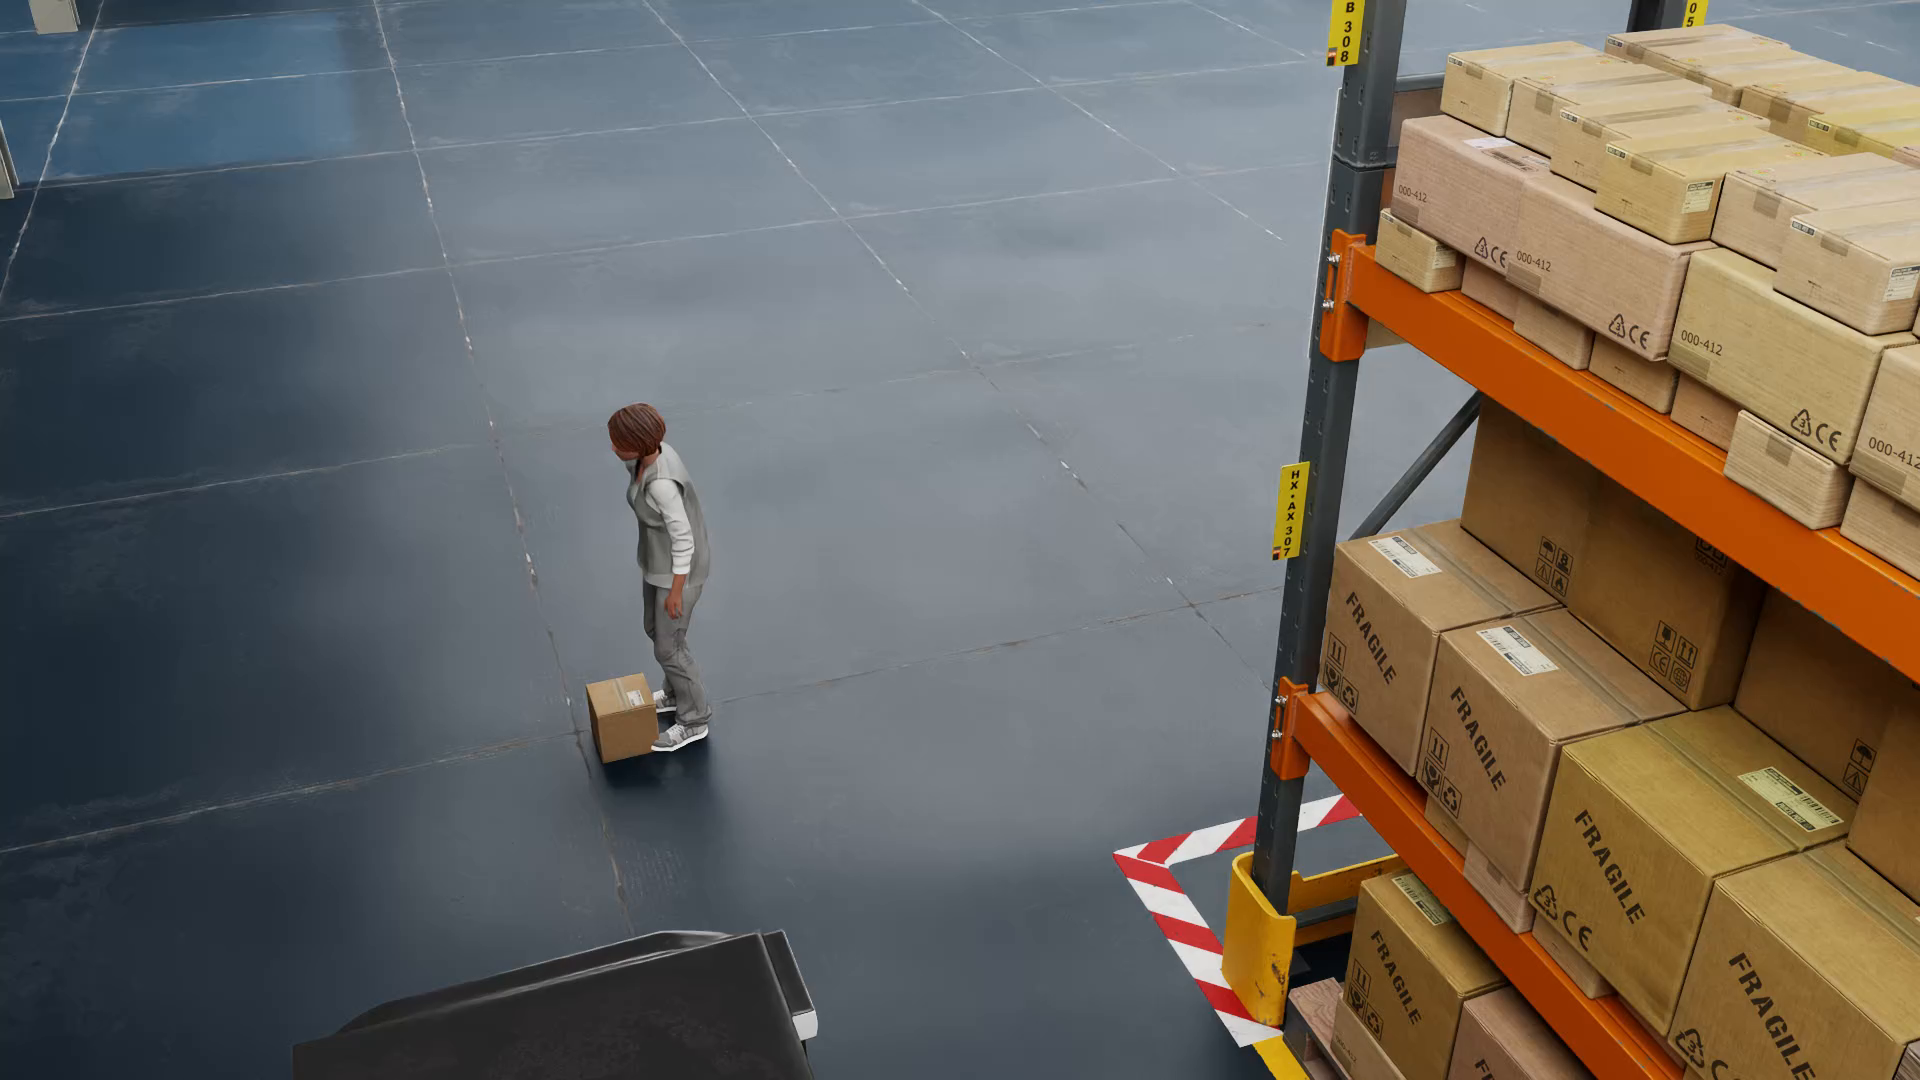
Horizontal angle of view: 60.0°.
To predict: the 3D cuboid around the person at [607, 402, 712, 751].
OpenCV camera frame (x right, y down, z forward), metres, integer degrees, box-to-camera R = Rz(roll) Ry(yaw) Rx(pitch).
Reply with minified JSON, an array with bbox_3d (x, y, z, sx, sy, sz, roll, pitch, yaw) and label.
[{"bbox_3d":[-1.222,0.138,6.906,0.346,1.592,0.474,-12,32,-20],"label":"person"}]
